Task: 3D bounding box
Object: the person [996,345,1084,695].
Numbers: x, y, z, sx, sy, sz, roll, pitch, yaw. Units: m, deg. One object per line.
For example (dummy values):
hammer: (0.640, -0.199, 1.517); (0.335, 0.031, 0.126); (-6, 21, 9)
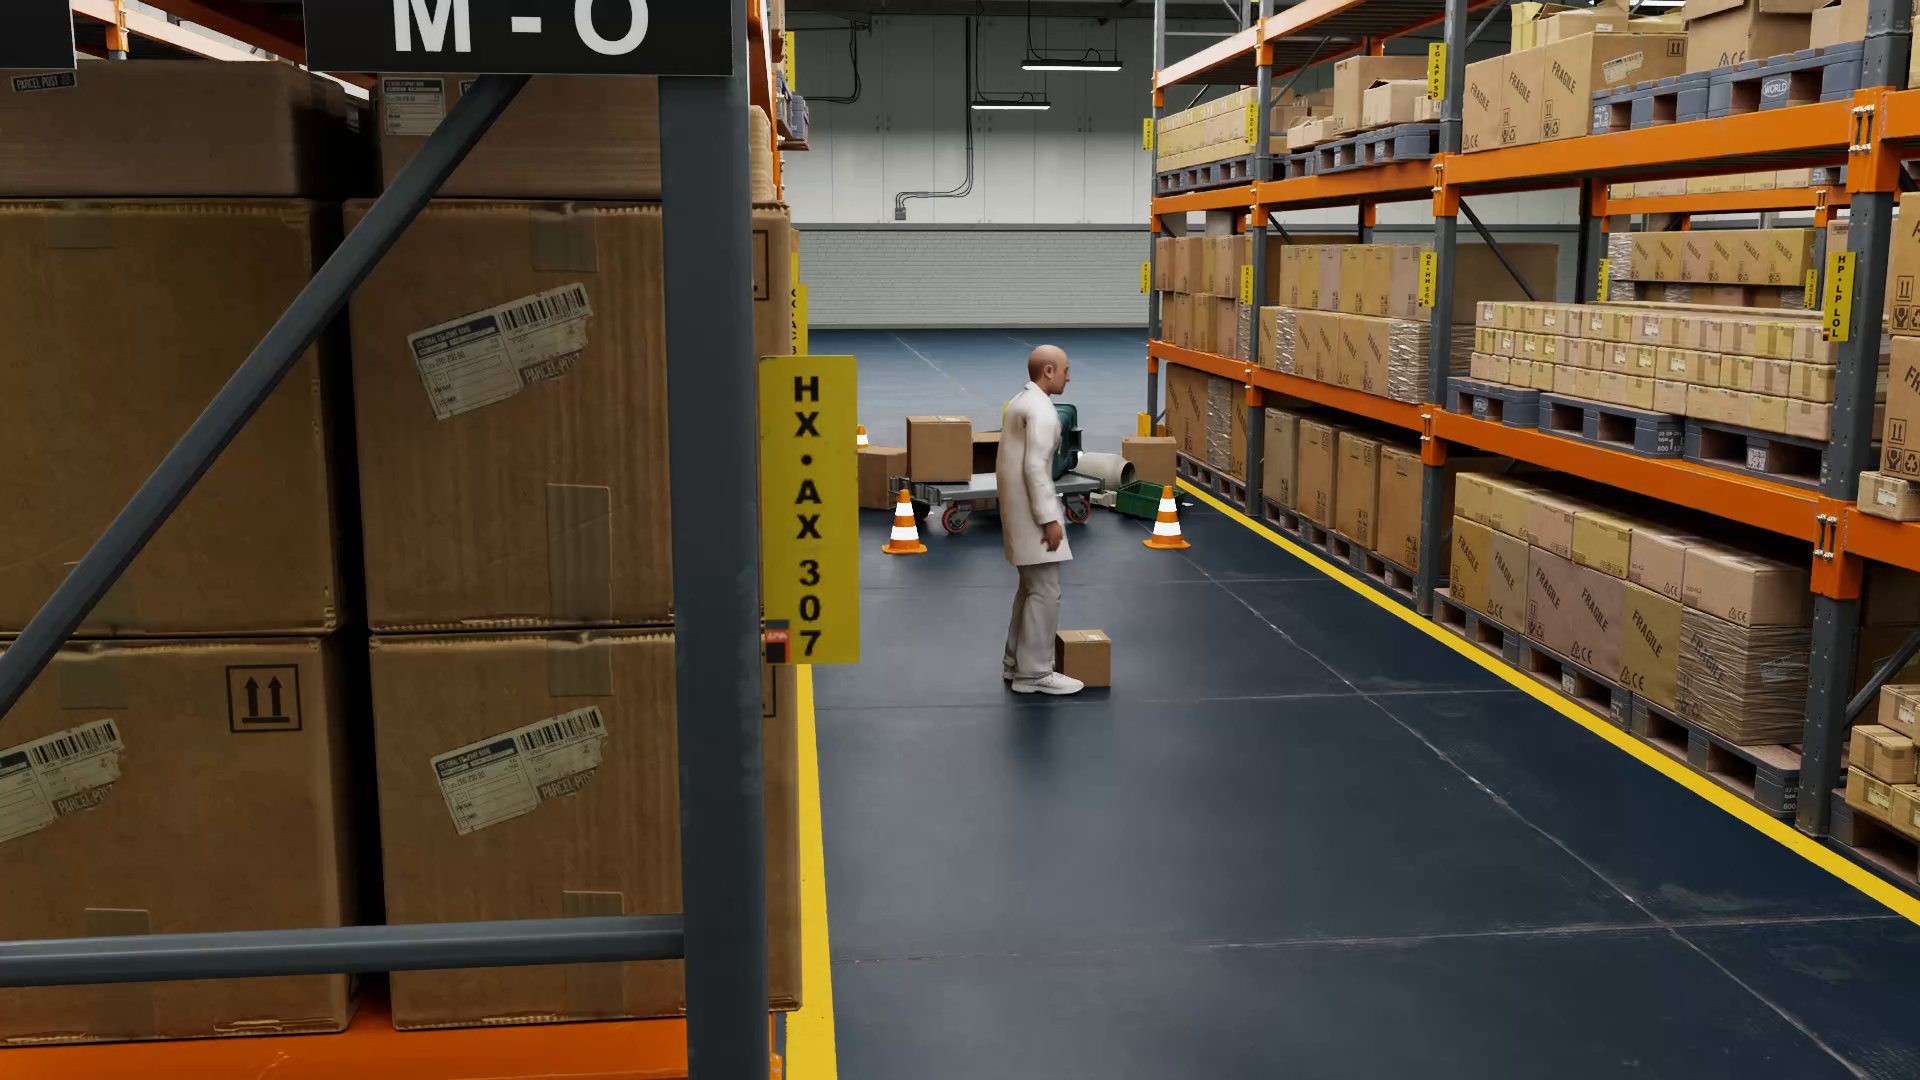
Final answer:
person: (0.400, -0.120, 8.634); (0.418, 1.774, 0.646); (-1, 10, -7)
